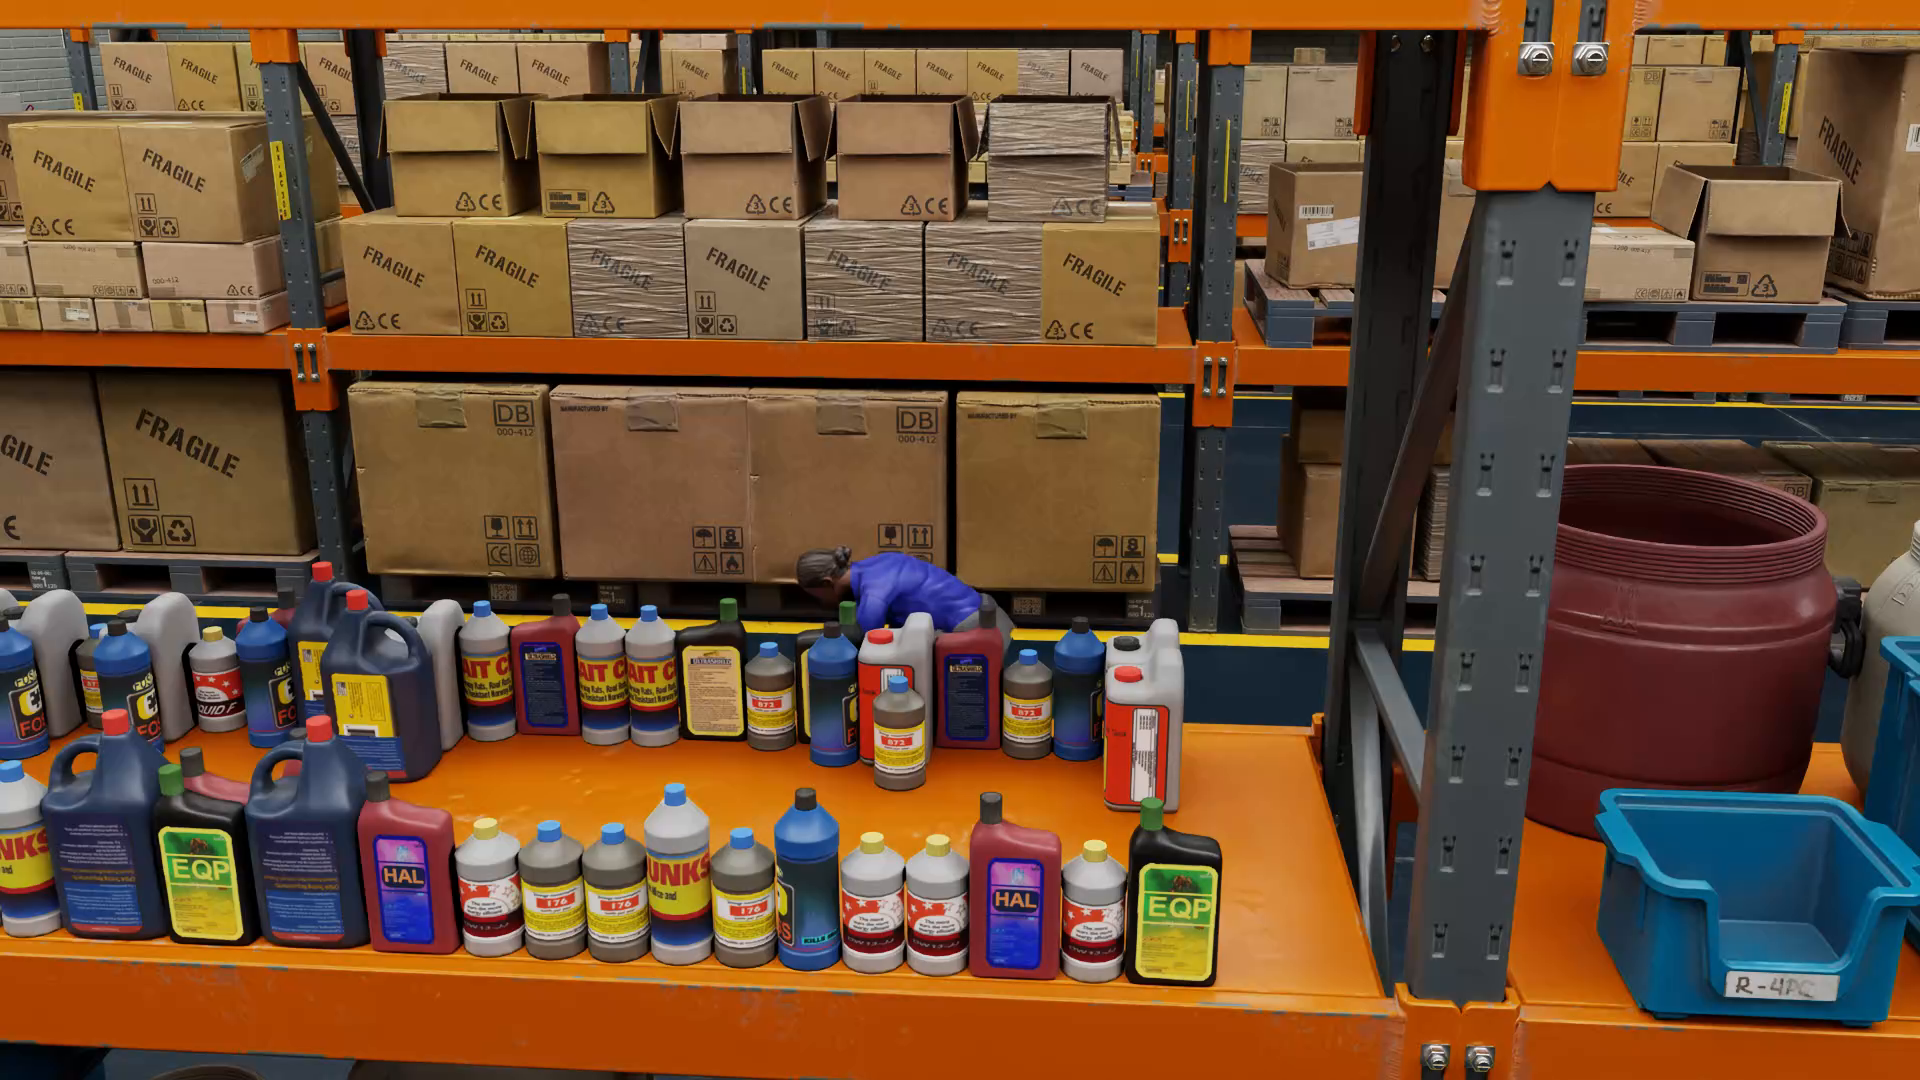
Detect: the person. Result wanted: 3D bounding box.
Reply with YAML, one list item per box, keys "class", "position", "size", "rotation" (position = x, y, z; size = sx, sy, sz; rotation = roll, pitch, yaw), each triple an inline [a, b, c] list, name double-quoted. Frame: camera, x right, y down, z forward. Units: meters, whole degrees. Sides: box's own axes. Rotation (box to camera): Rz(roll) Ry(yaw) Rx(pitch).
- class: "person"
  position: [-0.205, 0.406, 6.401]
  size: [0.823, 0.814, 0.472]
  rotation: [2, 18, 6]
